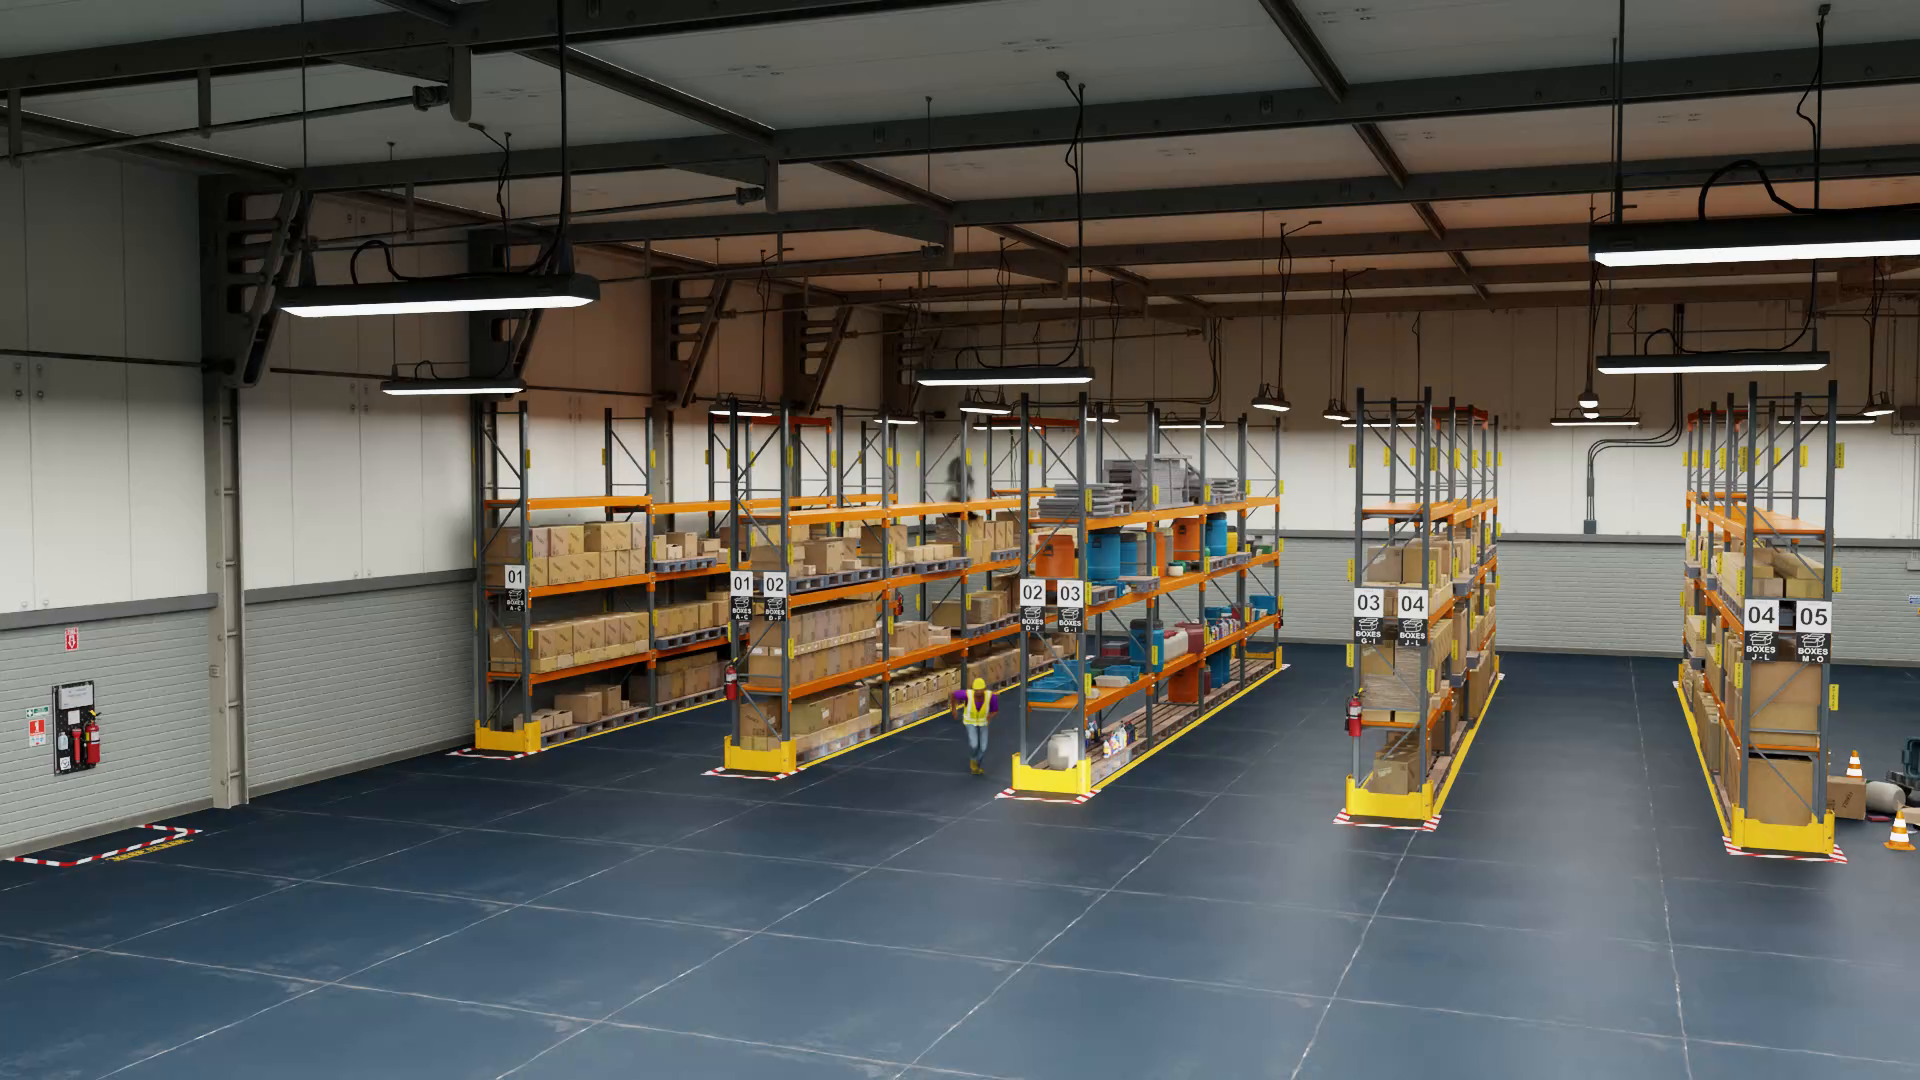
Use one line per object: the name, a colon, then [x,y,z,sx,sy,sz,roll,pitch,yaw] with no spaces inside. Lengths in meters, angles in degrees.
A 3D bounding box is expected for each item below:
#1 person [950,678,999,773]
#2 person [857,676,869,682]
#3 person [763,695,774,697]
person: [0.228,2.928,26.159,0.740,1.578,0.894,0,3,-6]
person: [-2.208,2.430,35.967,0.596,1.664,0.566,0,3,10]
person: [-3.424,2.641,30.637,0.712,1.778,1.188,1,3,19]
